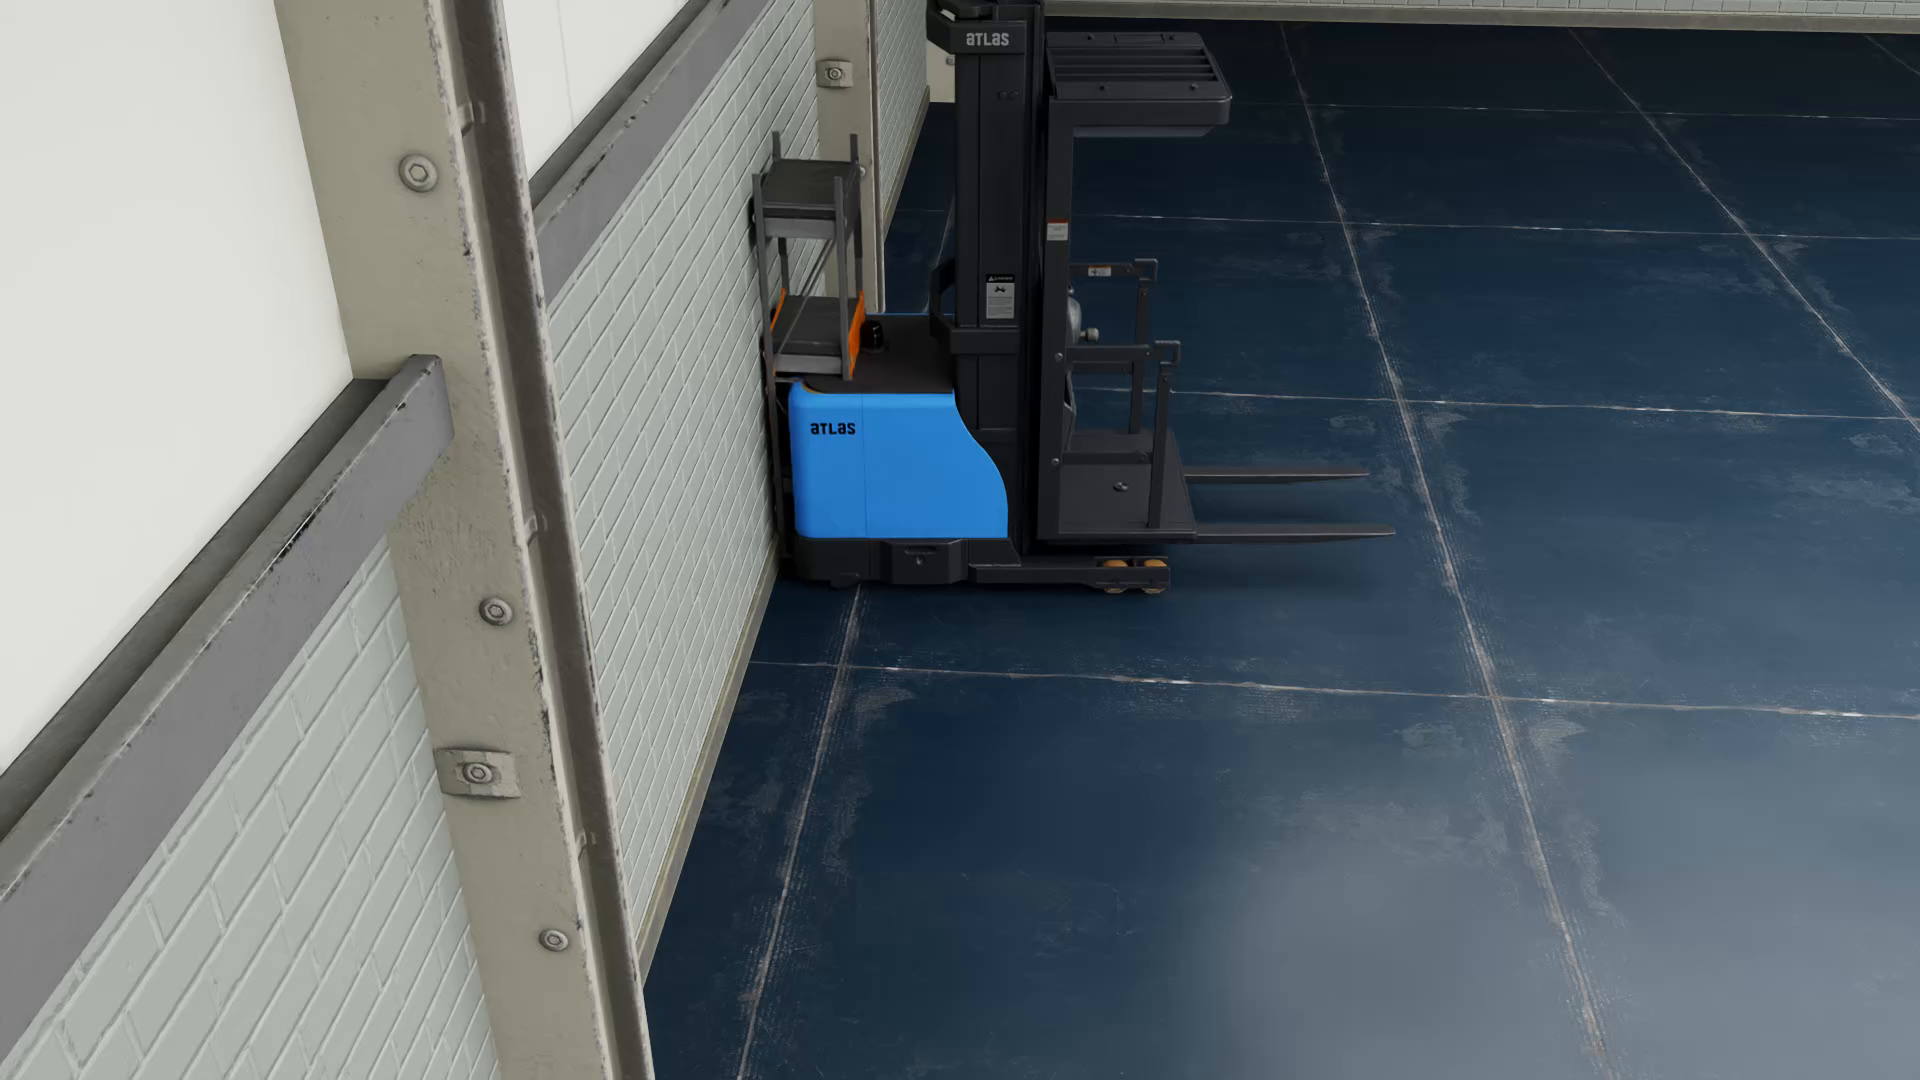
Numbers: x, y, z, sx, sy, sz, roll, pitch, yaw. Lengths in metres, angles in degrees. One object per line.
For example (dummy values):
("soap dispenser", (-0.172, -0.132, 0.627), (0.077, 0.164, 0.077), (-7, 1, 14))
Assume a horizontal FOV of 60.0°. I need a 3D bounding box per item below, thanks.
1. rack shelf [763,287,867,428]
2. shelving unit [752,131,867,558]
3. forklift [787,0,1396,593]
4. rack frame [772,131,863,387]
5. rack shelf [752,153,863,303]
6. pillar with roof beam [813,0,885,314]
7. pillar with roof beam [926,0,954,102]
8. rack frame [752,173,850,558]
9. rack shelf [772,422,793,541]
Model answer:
("rack shelf", (-0.699, -0.885, 8.141), (0.431, 0.518, 0.480), (3, 36, 4))
("shelving unit", (-0.699, -0.896, 8.133), (0.431, 2.100, 0.503), (3, 36, 4))
("forklift", (0.683, -1.262, 8.004), (3.031, 2.935, 1.130), (0, 32, 0))
("rack frame", (-0.677, -1.038, 8.330), (0.400, 2.100, 0.015), (3, 36, 4))
("rack shelf", (-0.697, -1.452, 7.731), (0.431, 0.518, 0.480), (3, 36, 4))
("pillar with roof beam", (3.658, -4.638, 7.699), (9.100, 9.000, 0.400), (2, 32, 4))
("pillar with roof beam", (4.146, -7.776, 12.790), (9.100, 9.000, 0.400), (2, 32, 4))
("rack frame", (-0.721, -0.754, 7.936), (0.400, 2.100, 0.015), (3, 36, 4))
("rack shelf", (-0.701, -0.317, 8.550), (0.431, 0.518, 0.480), (3, 36, 4))
